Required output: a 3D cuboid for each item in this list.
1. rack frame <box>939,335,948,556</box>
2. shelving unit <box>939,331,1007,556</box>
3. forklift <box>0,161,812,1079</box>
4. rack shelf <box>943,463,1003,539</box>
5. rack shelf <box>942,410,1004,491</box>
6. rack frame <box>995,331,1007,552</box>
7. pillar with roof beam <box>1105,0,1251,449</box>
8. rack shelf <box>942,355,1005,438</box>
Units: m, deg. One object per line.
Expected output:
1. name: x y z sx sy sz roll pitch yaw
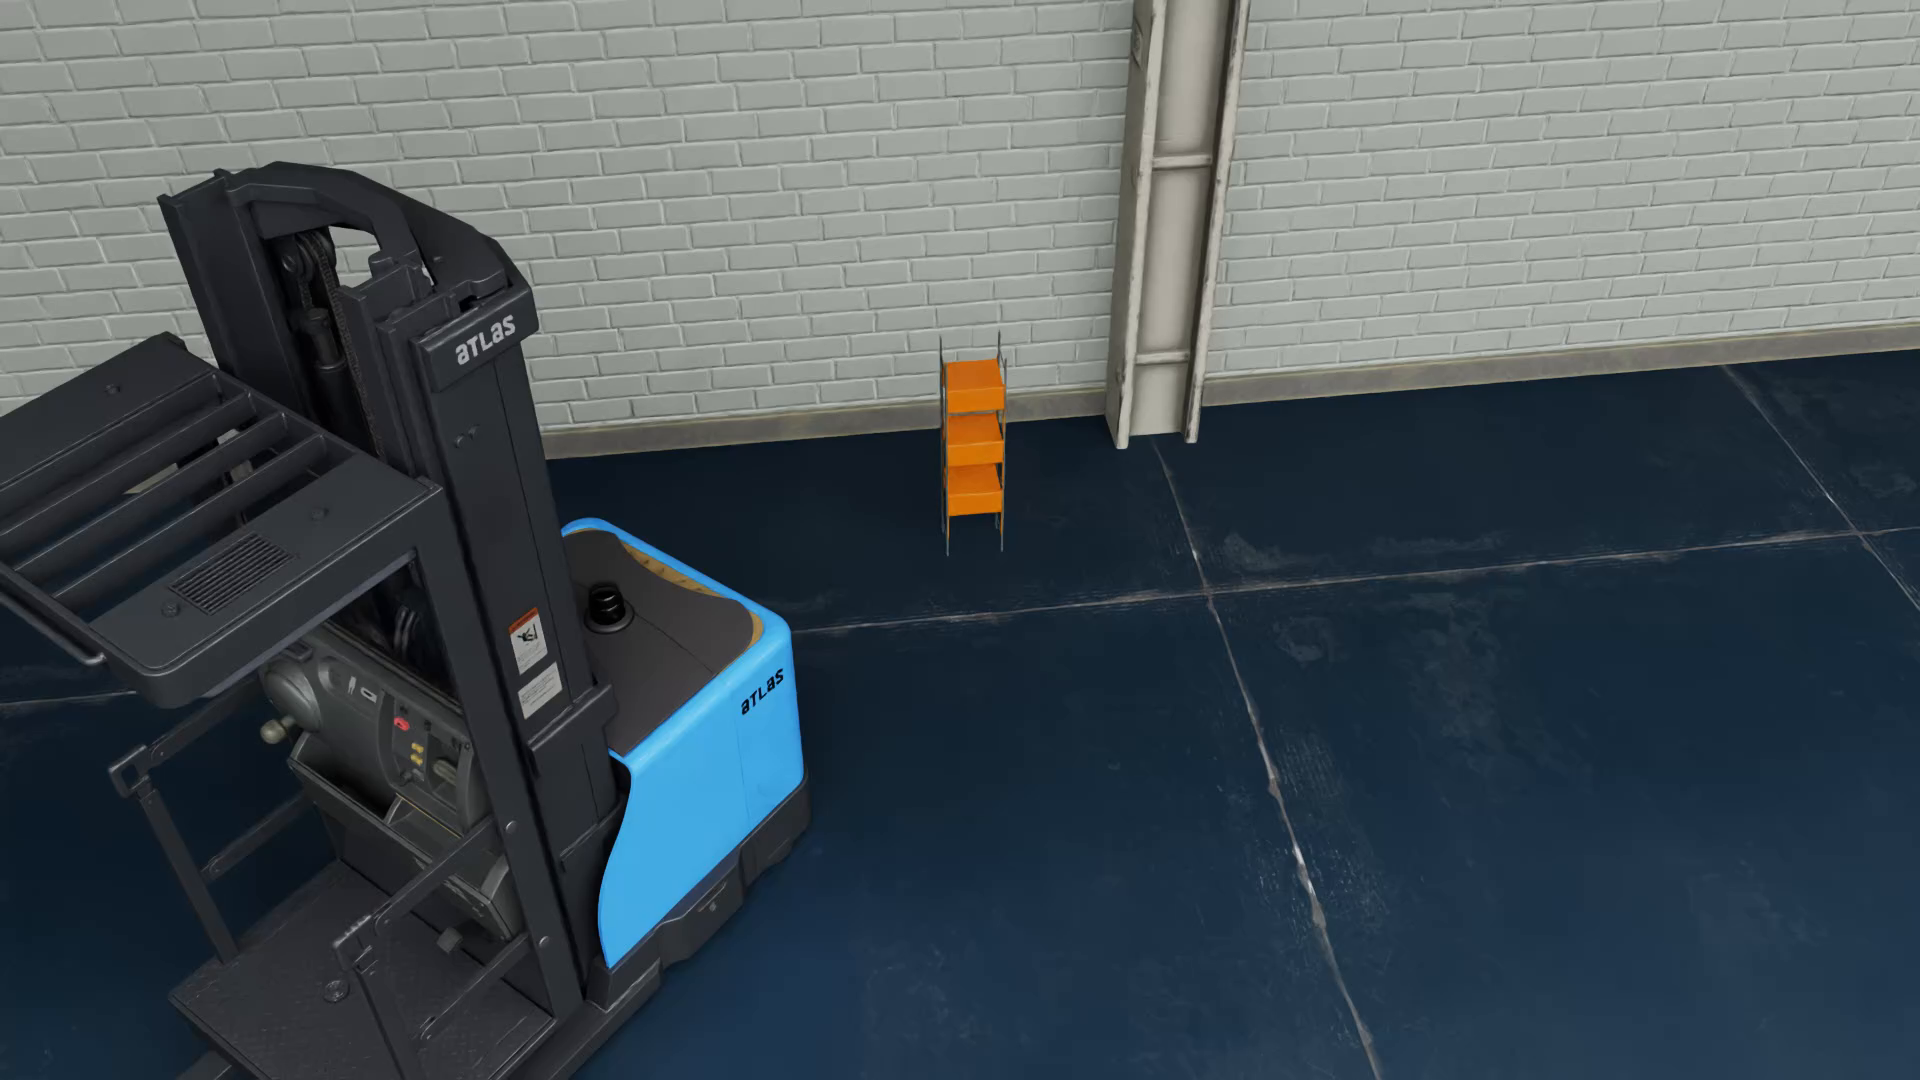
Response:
1. rack frame: -0.068 -0.384 7.107 0.008 1.050 0.200 -5 42 -6
2. shelving unit: 0.053 -0.394 7.119 0.252 1.050 0.215 -5 42 -6
3. forklift: -1.826 0.591 4.622 1.130 2.935 3.031 26 48 26
4. rack shelf: 0.053 -0.180 7.312 0.240 0.259 0.215 -5 42 -6
5. rack shelf: 0.053 -0.387 7.126 0.240 0.259 0.215 -5 42 -6
6. rack frame: 0.174 -0.405 7.130 0.008 1.050 0.200 -5 42 -6
7. pillar with roof beam: 1.482 -1.037 1.896 0.400 9.000 9.100 -5 42 -6
8. rack shelf: 0.053 -0.597 6.936 0.240 0.259 0.215 -5 42 -6
